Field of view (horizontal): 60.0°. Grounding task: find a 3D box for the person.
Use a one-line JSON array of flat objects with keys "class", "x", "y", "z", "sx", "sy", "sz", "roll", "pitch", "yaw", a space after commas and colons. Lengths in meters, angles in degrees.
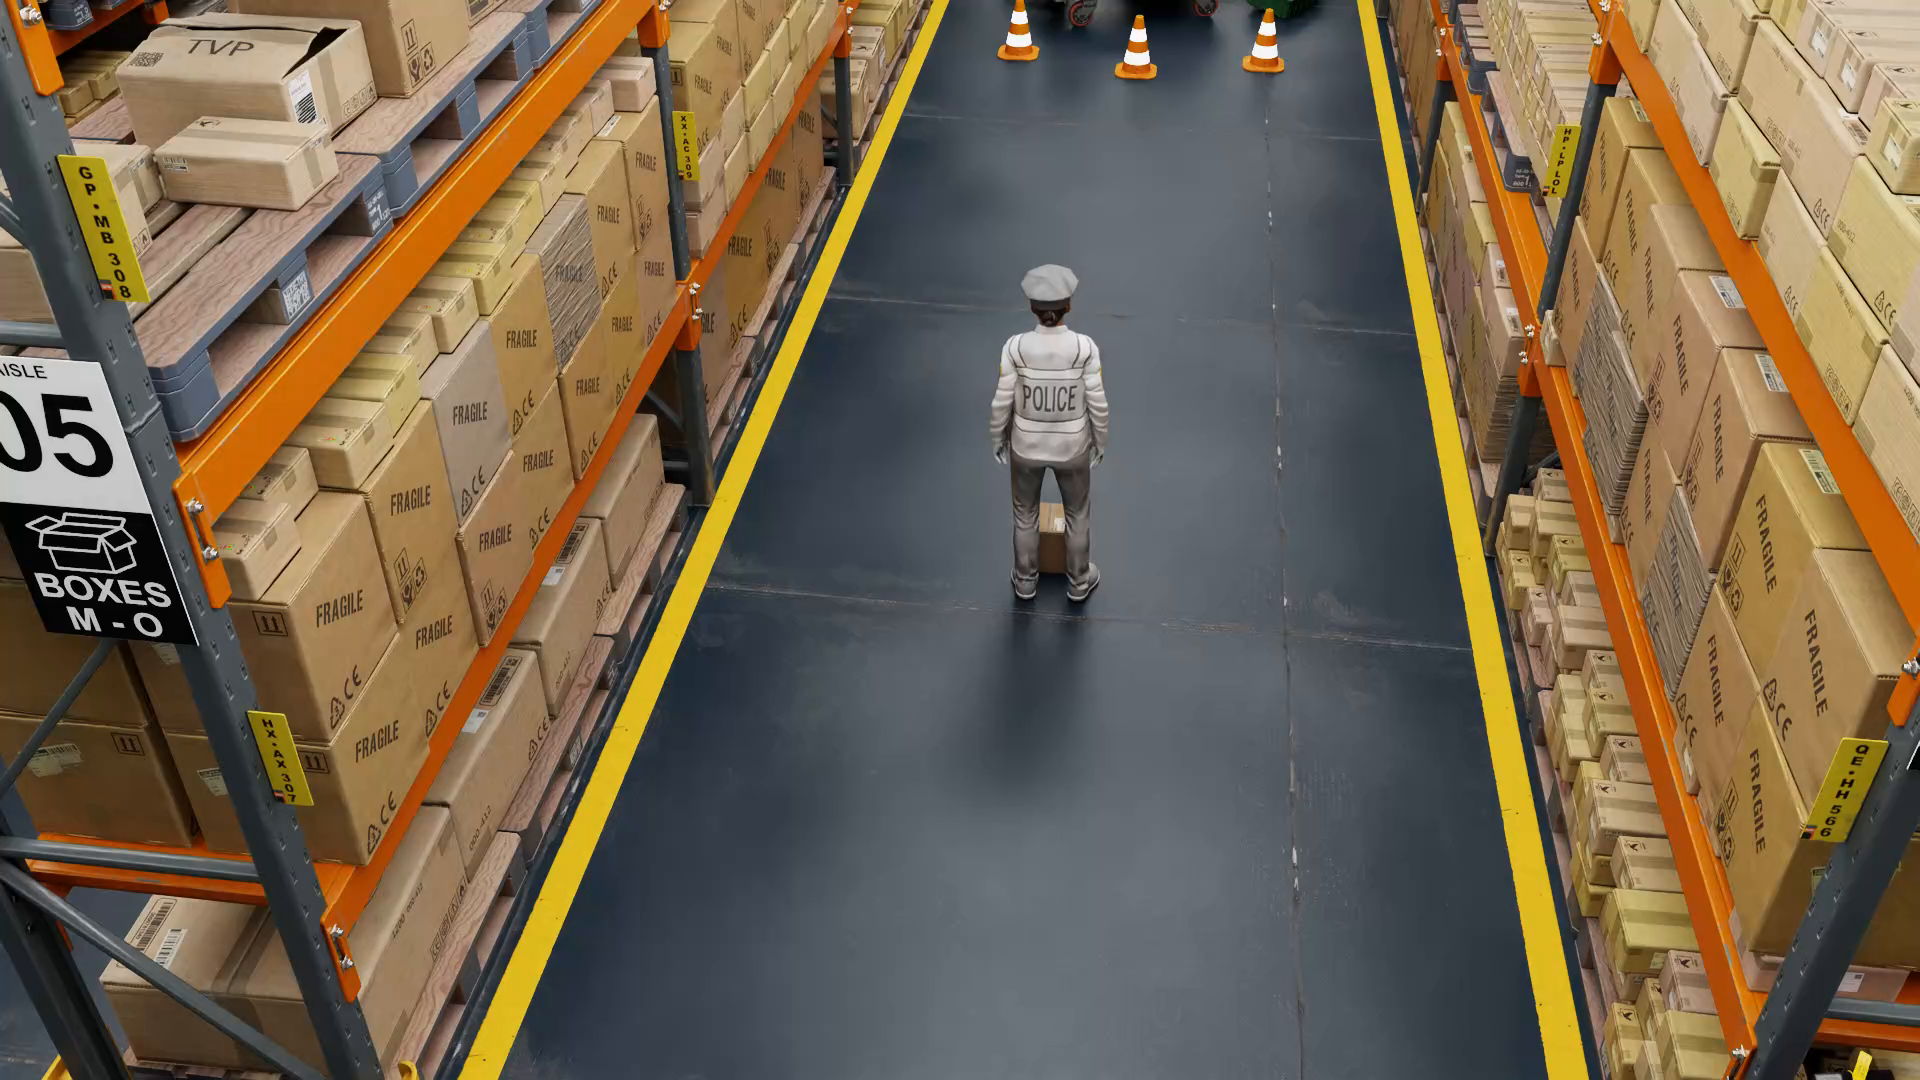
[{"class": "person", "x": 0.408, "y": -0.440, "z": 7.631, "sx": 0.545, "sy": 1.666, "sz": 0.370, "roll": 3, "pitch": 36, "yaw": 4}]
